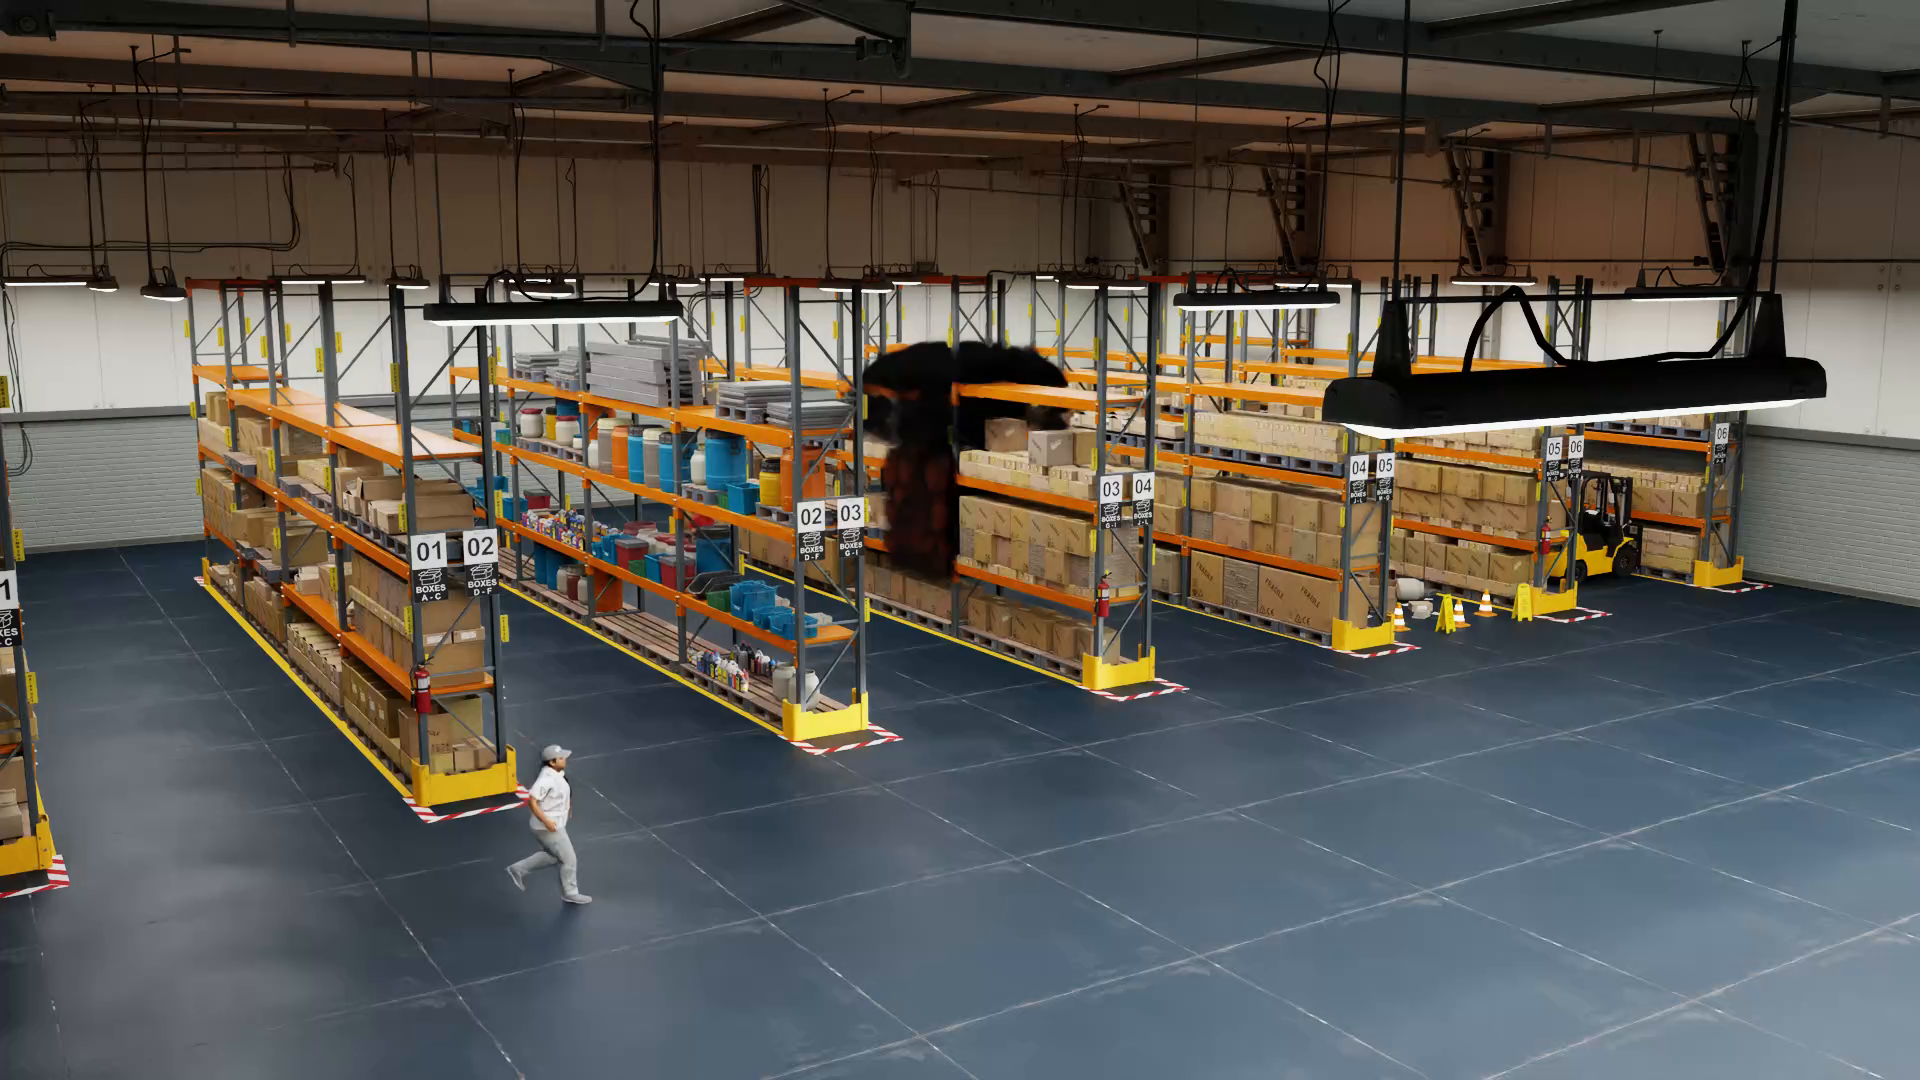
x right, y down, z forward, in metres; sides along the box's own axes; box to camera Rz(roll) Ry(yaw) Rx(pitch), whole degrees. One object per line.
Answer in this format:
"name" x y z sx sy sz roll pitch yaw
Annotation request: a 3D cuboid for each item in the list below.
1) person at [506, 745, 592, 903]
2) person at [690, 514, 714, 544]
"person" -4.086 2.823 16.401 0.827 1.657 0.631 -1 10 -7
"person" -5.014 0.072 32.498 0.641 1.672 0.907 -6 11 -33
